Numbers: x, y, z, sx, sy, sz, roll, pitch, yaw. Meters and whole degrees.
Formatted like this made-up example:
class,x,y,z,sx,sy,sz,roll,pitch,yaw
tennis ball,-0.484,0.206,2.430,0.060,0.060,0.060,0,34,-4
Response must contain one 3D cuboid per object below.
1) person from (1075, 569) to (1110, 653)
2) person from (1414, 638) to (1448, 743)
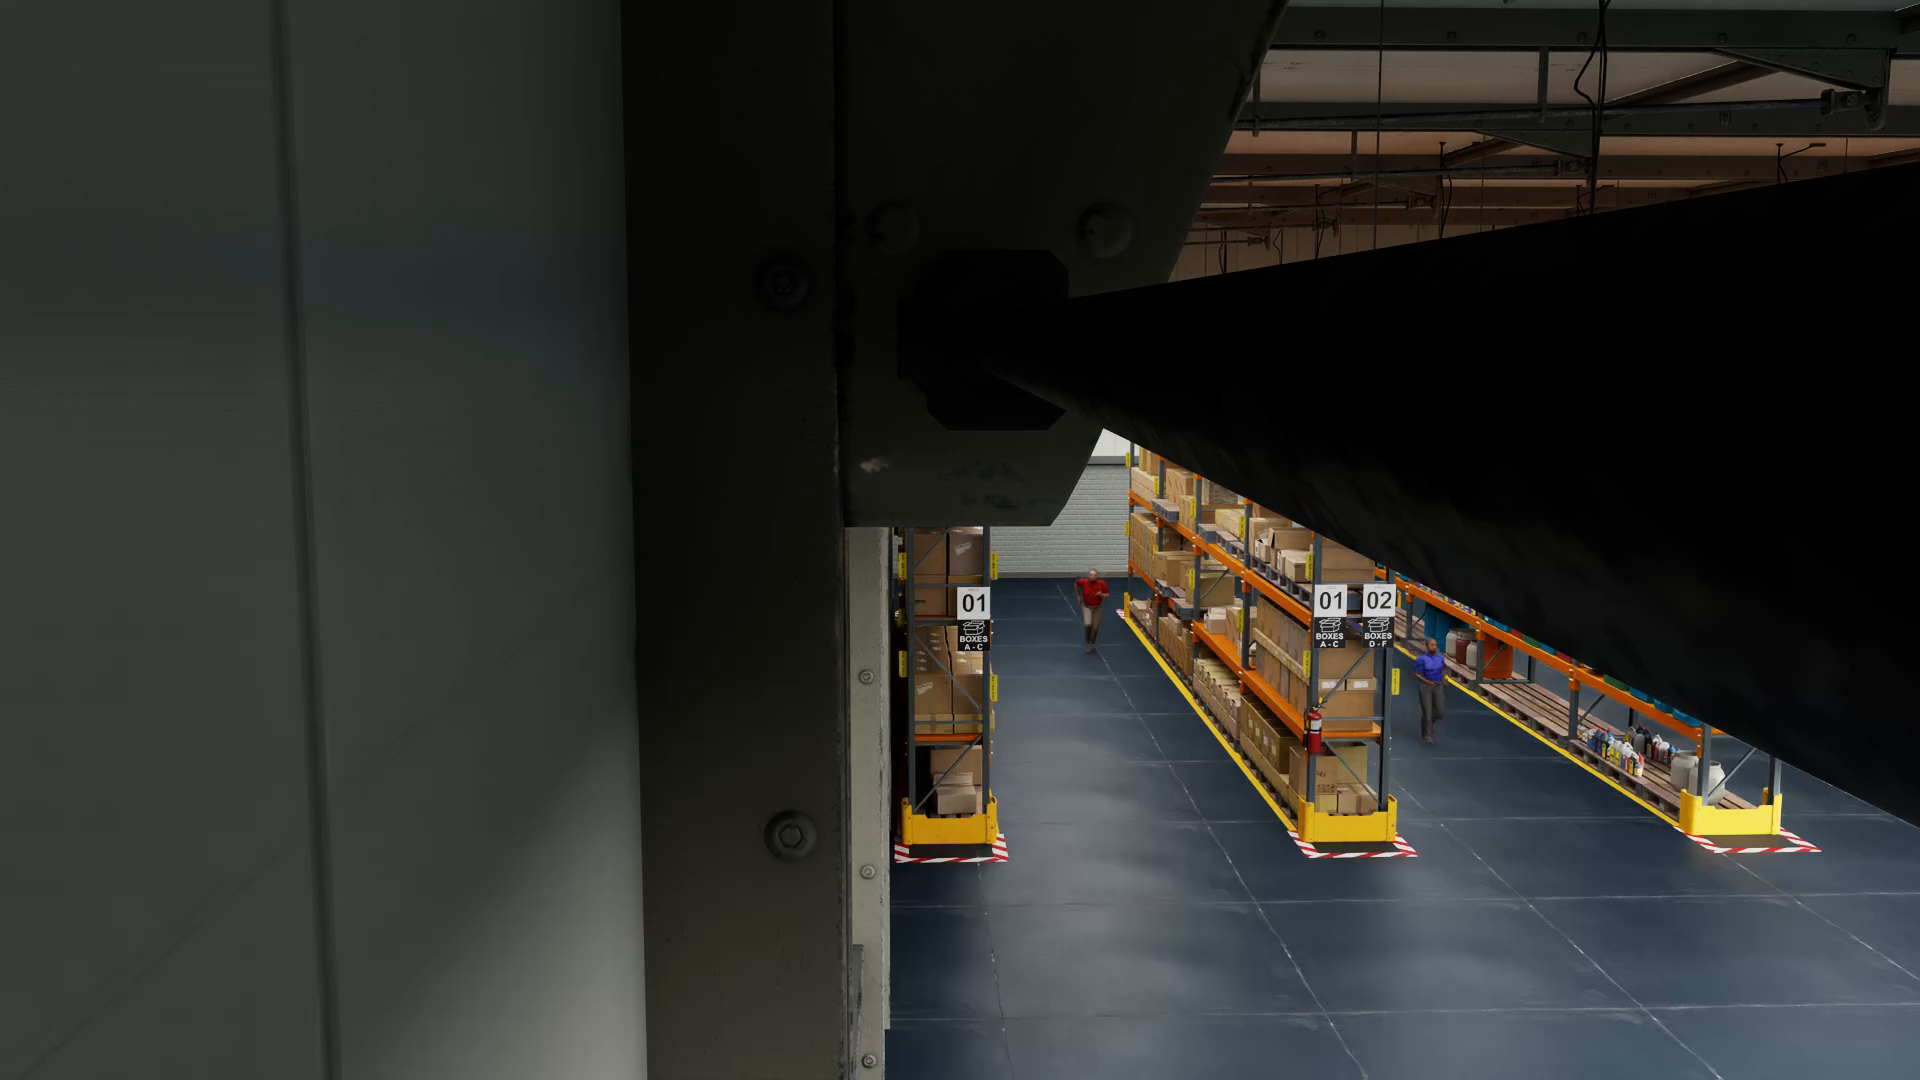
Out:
class,x,y,z,sx,sy,sz,roll,pitch,yaw
person,2.561,1.367,32.279,0.645,1.673,0.918,0,7,-2
person,7.207,2.303,25.347,0.570,1.607,0.529,-1,7,-9
